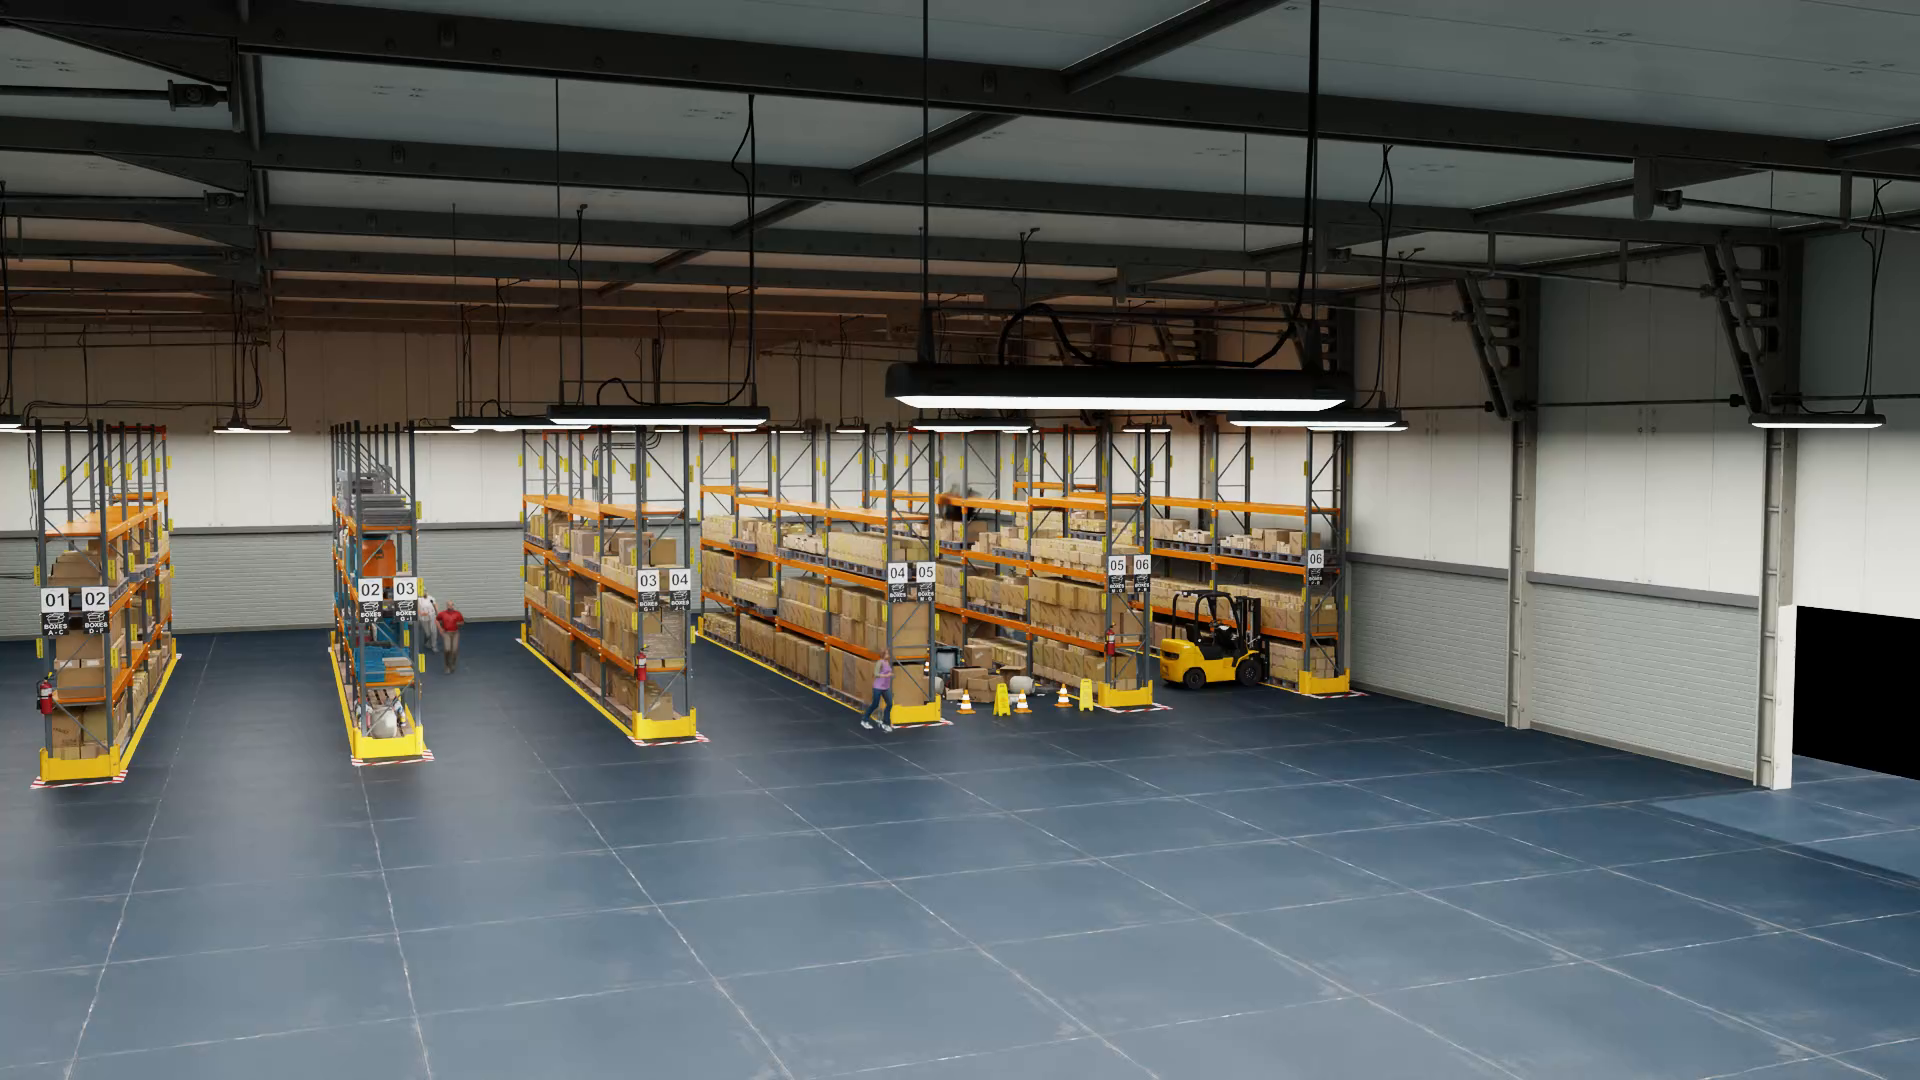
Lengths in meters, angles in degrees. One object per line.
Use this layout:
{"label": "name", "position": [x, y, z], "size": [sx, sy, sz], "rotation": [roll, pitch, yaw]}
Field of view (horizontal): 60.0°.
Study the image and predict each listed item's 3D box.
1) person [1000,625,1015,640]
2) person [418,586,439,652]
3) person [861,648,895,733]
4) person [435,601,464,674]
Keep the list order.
{"label": "person", "position": [1.342, 2.002, 44.977], "size": [0.707, 1.739, 0.566], "rotation": [-1, 4, -22]}
{"label": "person", "position": [-14.234, 2.095, 44.344], "size": [0.704, 1.743, 0.803], "rotation": [-2, 4, -33]}
{"label": "person", "position": [-1.551, 2.913, 32.251], "size": [0.706, 1.639, 0.515], "rotation": [2, 4, 31]}
{"label": "person", "position": [-12.323, 2.363, 40.244], "size": [0.638, 1.787, 0.712], "rotation": [-2, 4, -27]}
